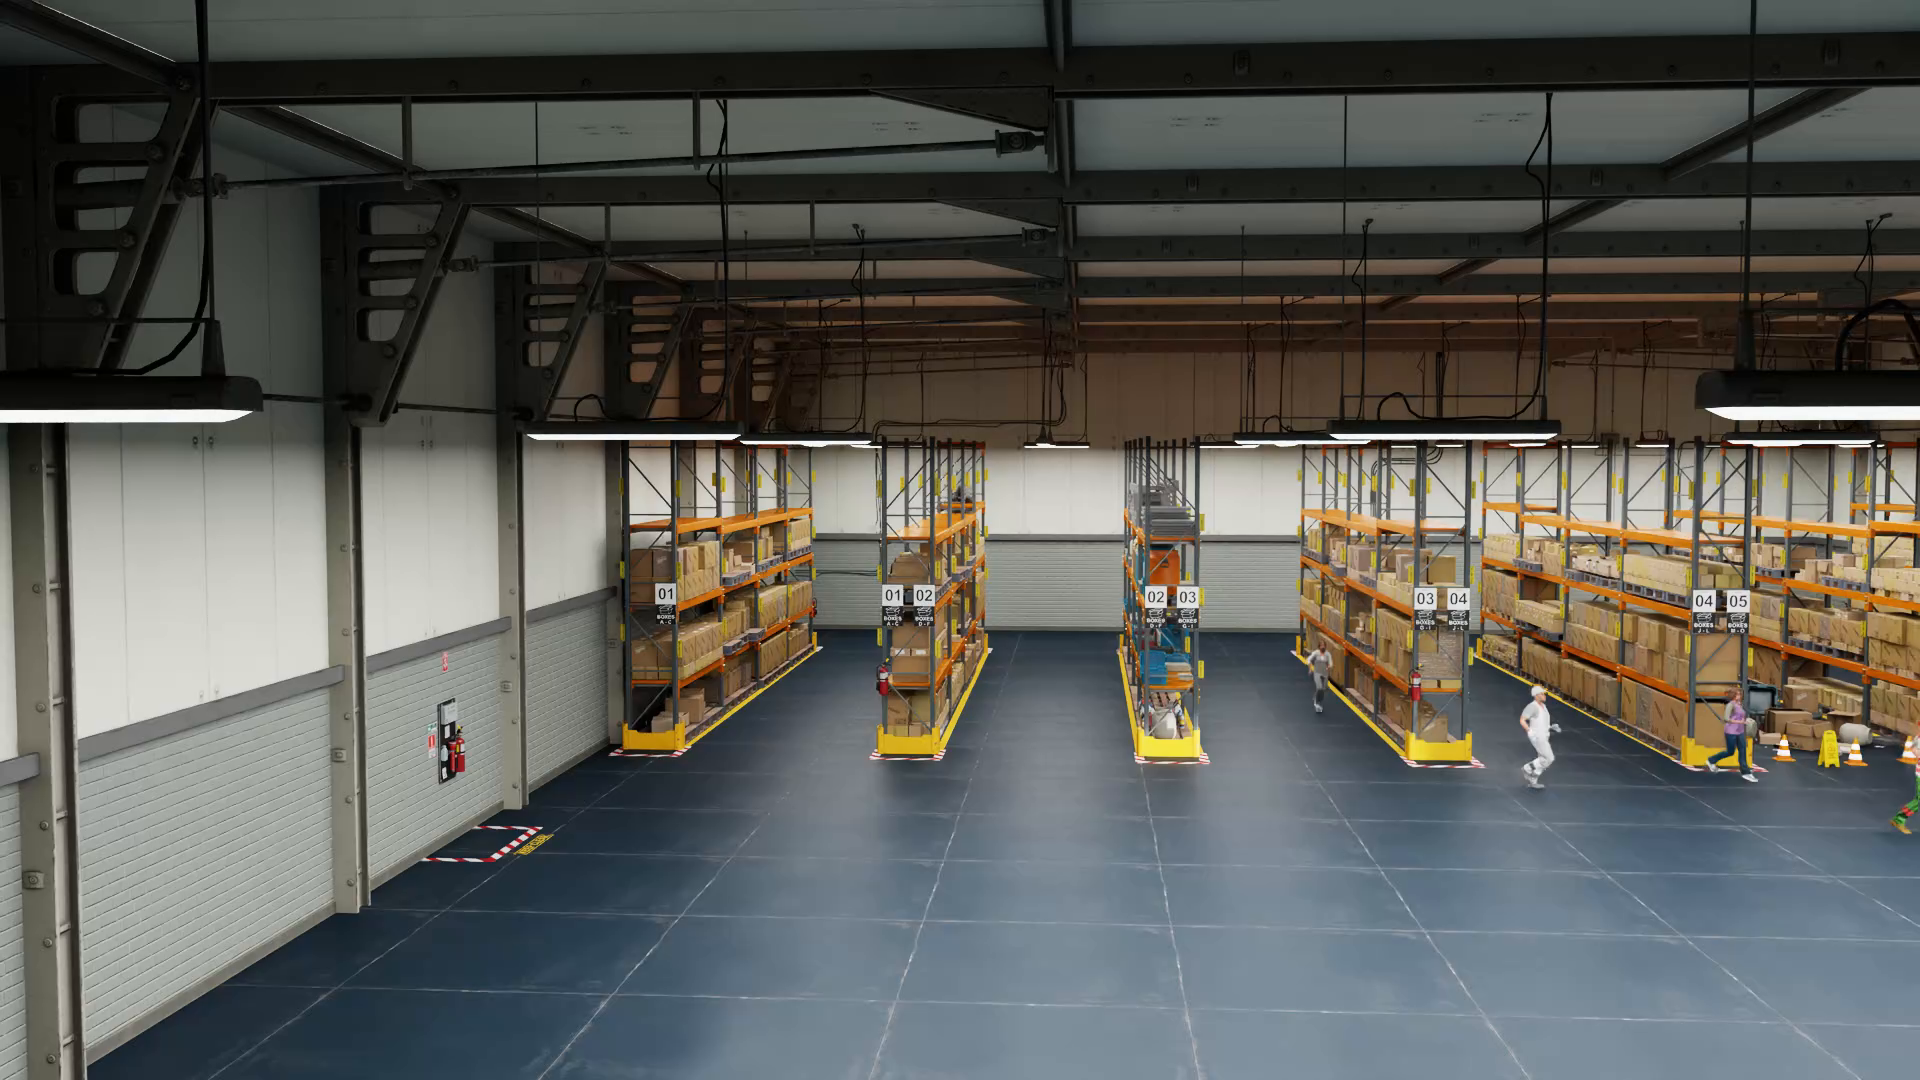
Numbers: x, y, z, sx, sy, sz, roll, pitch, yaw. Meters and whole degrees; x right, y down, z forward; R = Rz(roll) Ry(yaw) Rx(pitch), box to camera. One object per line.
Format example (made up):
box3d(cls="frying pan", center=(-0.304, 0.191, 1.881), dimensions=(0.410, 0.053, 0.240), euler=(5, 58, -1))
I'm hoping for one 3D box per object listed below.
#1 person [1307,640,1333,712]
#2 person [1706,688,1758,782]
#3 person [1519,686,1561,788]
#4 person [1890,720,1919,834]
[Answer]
box3d(cls="person", center=(7.889, 2.977, 36.349), dimensions=(0.500, 1.579, 0.730), euler=(0, 3, -4))
box3d(cls="person", center=(13.421, 3.364, 28.874), dimensions=(0.544, 1.594, 0.878), euler=(-3, 4, -40))
box3d(cls="person", center=(9.832, 3.342, 28.125), dimensions=(0.588, 1.739, 0.667), euler=(3, 4, 39))
box3d(cls="person", center=(14.206, 3.493, 24.421), dimensions=(0.920, 1.809, 0.648), euler=(3, 4, 40))
